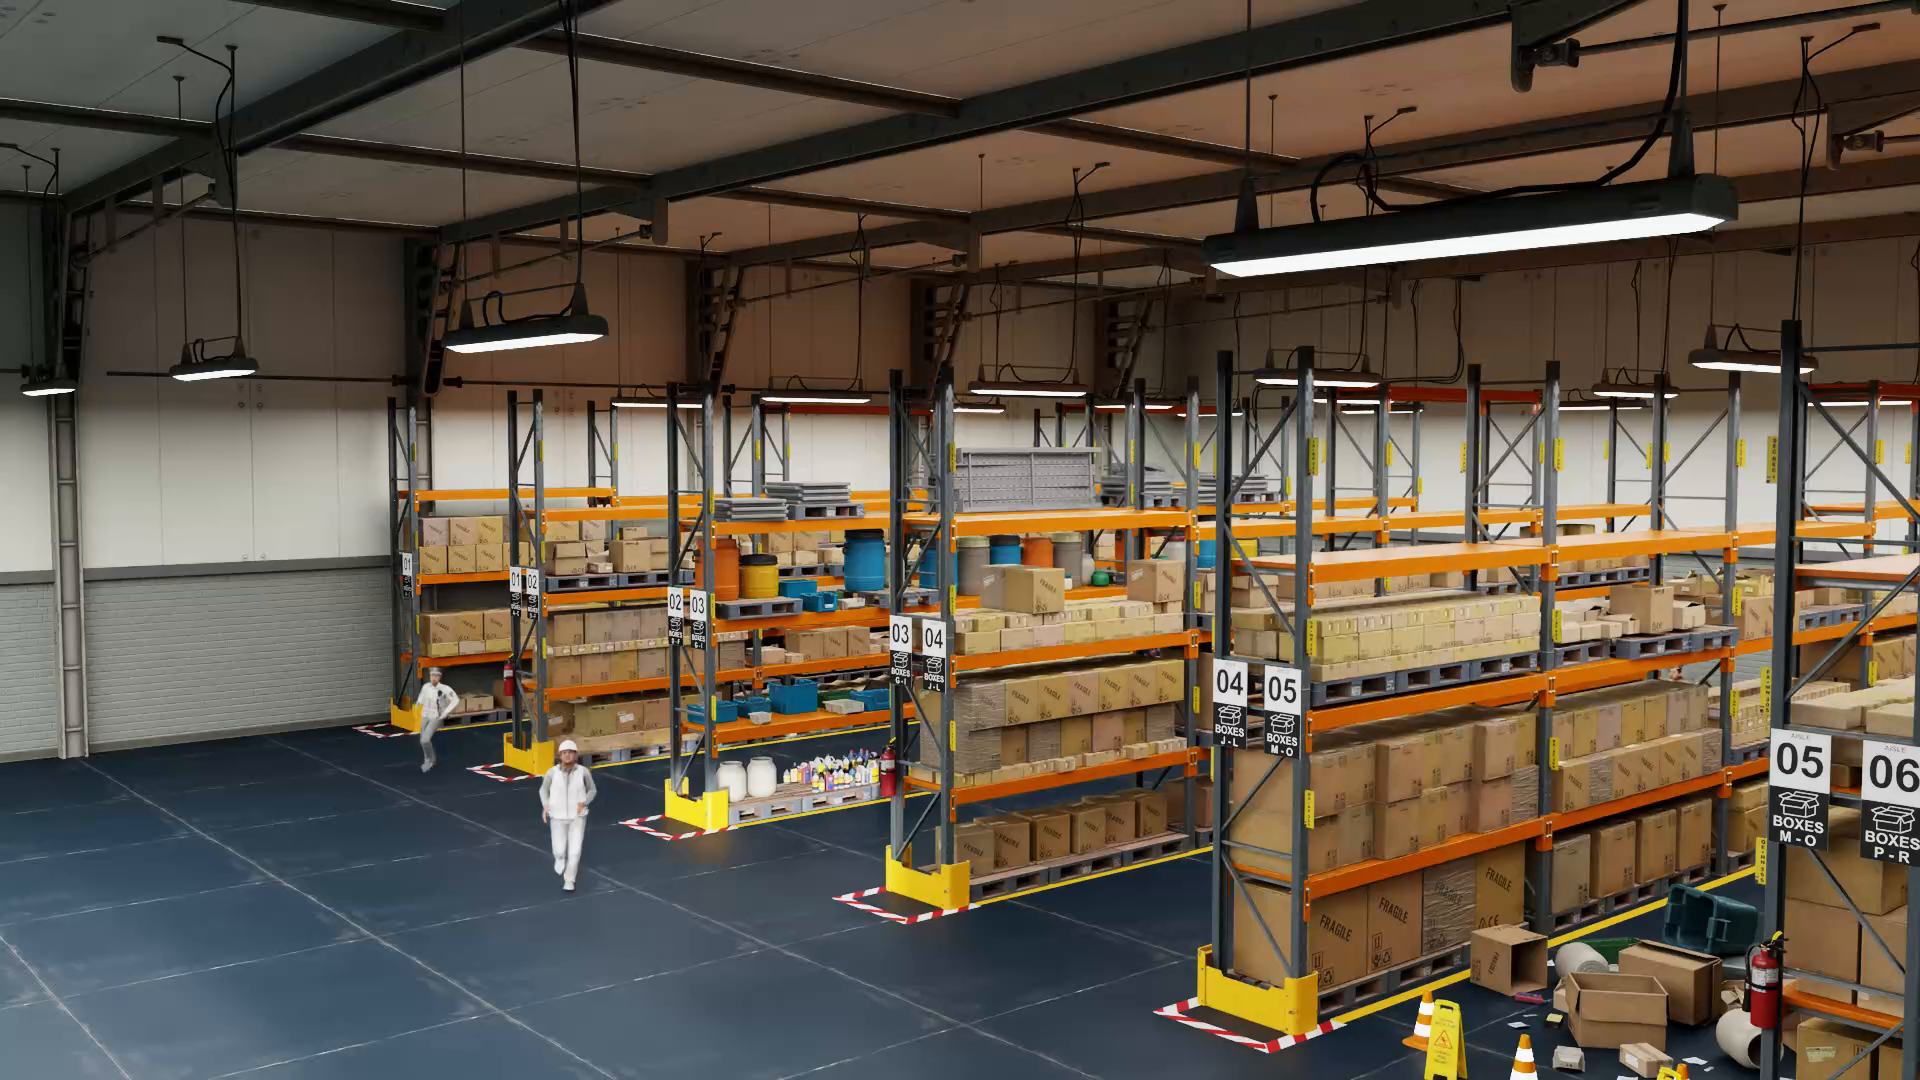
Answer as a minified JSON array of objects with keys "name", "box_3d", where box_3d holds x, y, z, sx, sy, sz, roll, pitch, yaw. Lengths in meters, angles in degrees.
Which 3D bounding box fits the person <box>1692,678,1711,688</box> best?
[{"name":"person","box_3d":[10.769,2.889,24.141,0.719,1.775,0.657,-2,4,-32]}]

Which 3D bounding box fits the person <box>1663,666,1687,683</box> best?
[{"name":"person","box_3d":[11.380,2.800,26.438,0.587,1.682,0.802,3,4,41]}]

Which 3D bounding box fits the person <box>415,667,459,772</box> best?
[{"name":"person","box_3d":[-8.278,2.818,26.150,0.622,1.674,0.630,1,4,20]}]

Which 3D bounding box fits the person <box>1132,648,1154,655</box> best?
[{"name":"person","box_3d":[3.402,2.423,32.054,0.658,1.737,0.954,3,4,39]}]

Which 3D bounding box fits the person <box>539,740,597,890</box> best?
[{"name":"person","box_3d":[-4.536,3.181,19.261,0.658,1.726,0.583,-1,3,-12]}]
